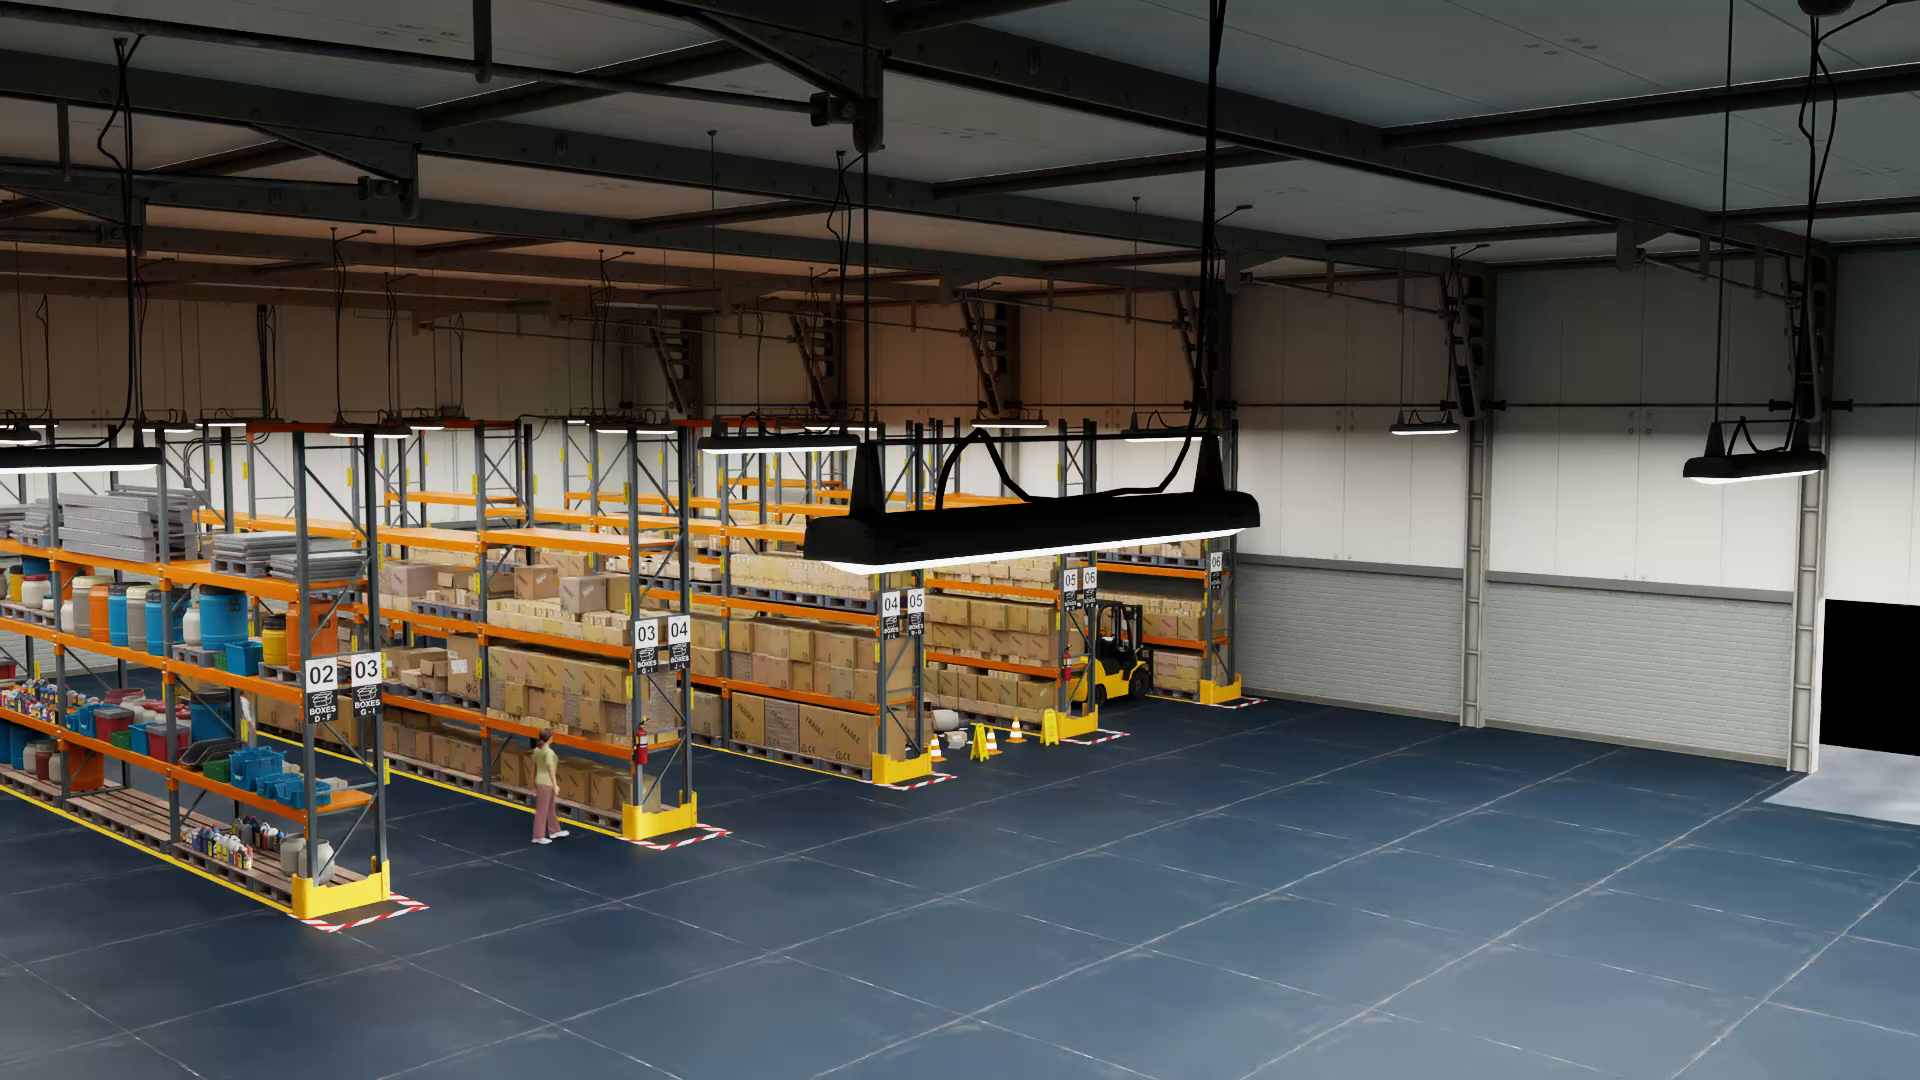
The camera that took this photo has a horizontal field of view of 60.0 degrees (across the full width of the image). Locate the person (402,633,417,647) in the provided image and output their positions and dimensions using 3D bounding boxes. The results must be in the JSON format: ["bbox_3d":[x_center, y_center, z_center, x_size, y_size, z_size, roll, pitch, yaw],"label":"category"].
[{"bbox_3d":[-13.935,2.064,42.189,0.348,1.671,0.481,4,6,42],"label":"person"}]

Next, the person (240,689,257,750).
[{"bbox_3d":[-12.126,3.233,28.306,0.477,1.555,0.393,2,5,27],"label":"person"}]

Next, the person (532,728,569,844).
[{"bbox_3d":[-5.920,3.539,24.067,0.571,1.666,0.492,-2,5,-25],"label":"person"}]
